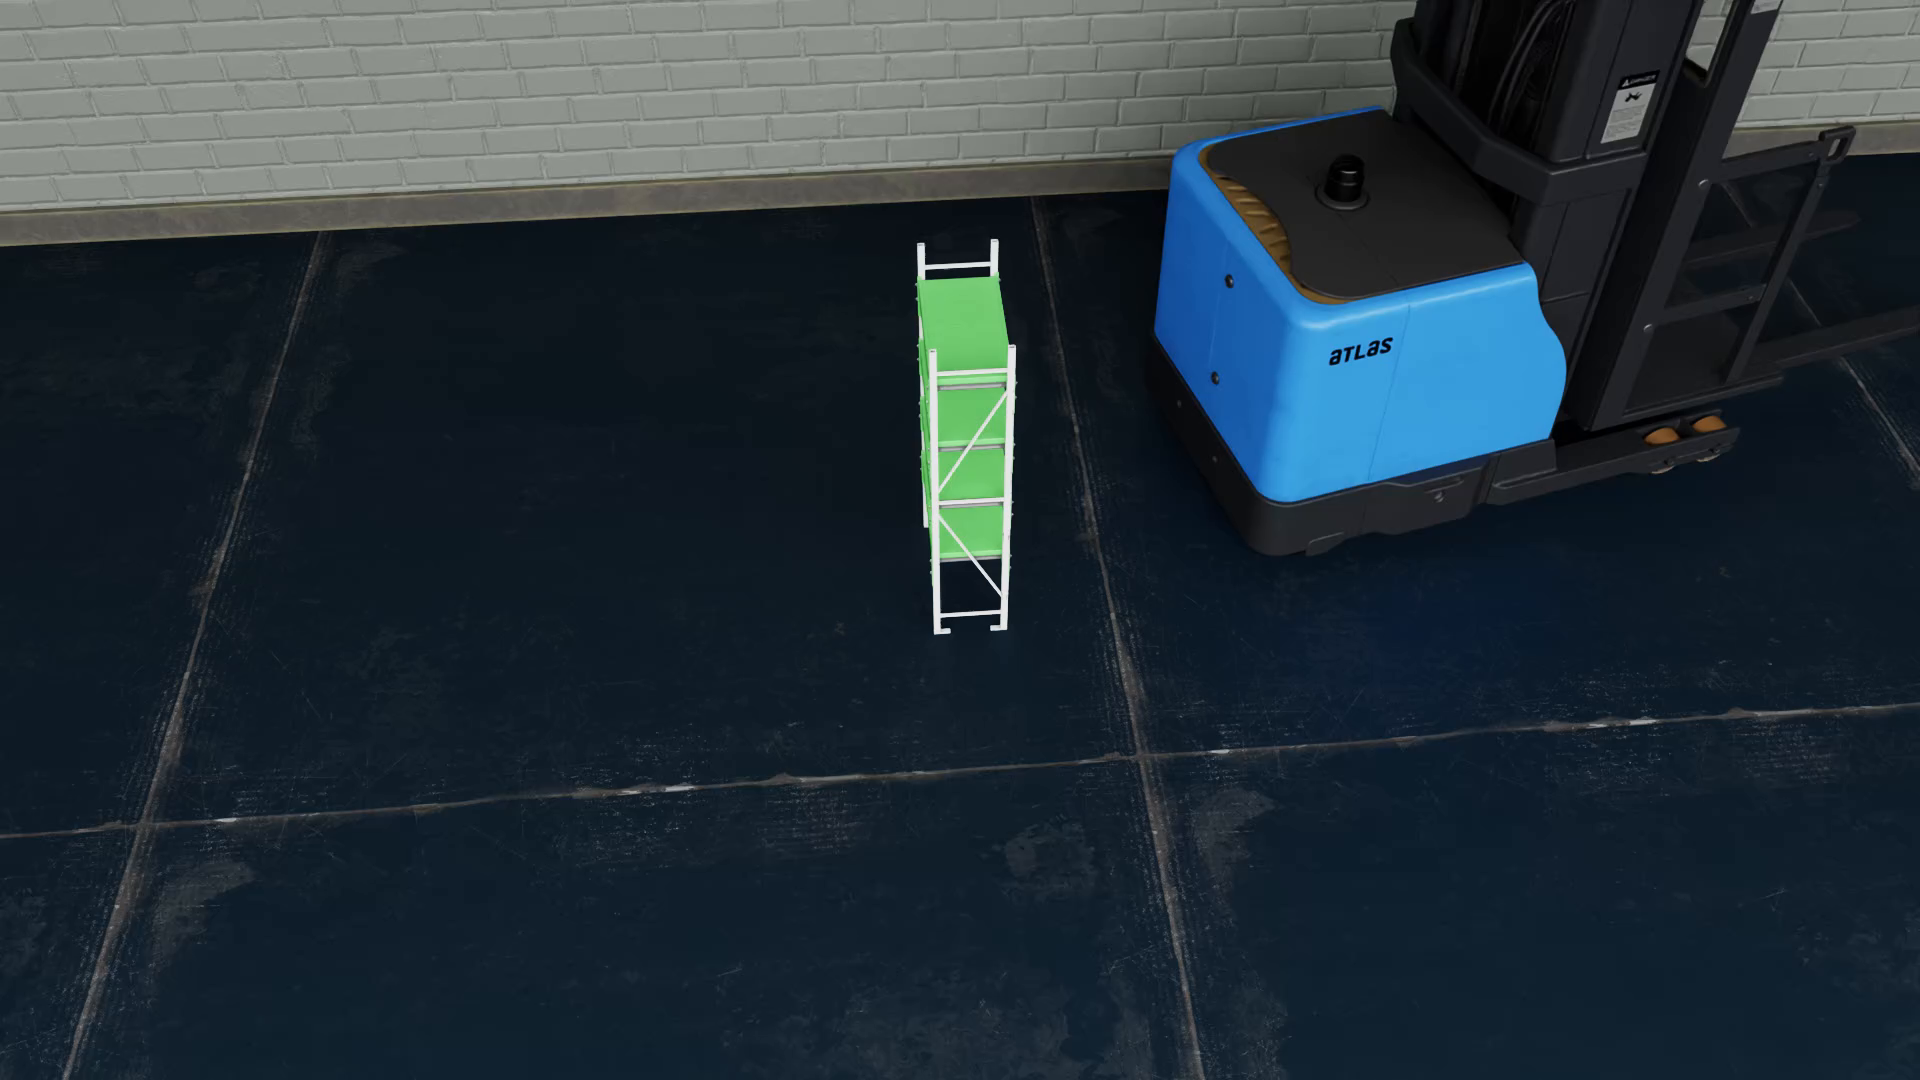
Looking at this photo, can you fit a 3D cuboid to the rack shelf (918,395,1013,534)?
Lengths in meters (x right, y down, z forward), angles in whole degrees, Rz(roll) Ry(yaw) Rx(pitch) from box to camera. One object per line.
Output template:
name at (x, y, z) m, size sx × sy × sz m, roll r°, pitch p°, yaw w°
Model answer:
rack shelf at (0.014, -0.249, 5.247) m, size 0.258 × 0.148 × 0.480 m, roll -3°, pitch 47°, yaw -3°

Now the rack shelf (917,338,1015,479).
rack shelf at (0.014, -0.414, 5.073) m, size 0.258 × 0.148 × 0.480 m, roll -3°, pitch 47°, yaw -3°

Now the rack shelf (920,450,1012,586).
rack shelf at (0.014, -0.084, 5.422) m, size 0.258 × 0.148 × 0.480 m, roll -3°, pitch 47°, yaw -3°

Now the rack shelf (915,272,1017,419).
rack shelf at (0.014, -0.579, 4.899) m, size 0.258 × 0.148 × 0.480 m, roll -3°, pitch 47°, yaw -3°

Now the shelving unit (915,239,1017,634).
shelving unit at (0.014, -0.293, 5.201) m, size 0.258 × 1.200 × 0.503 m, roll -3°, pitch 47°, yaw -3°

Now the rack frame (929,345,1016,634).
rack frame at (0.034, -0.116, 5.034) m, size 0.240 × 1.200 × 0.015 m, roll -3°, pitch 47°, yaw -3°

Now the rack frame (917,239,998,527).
rack frame at (-0.007, -0.469, 5.368) m, size 0.240 × 1.200 × 0.015 m, roll -3°, pitch 47°, yaw -3°

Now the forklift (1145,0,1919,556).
forklift at (2.265, -1.597, 5.244) m, size 3.031 × 2.935 × 1.130 m, roll -14°, pitch 48°, yaw -13°
